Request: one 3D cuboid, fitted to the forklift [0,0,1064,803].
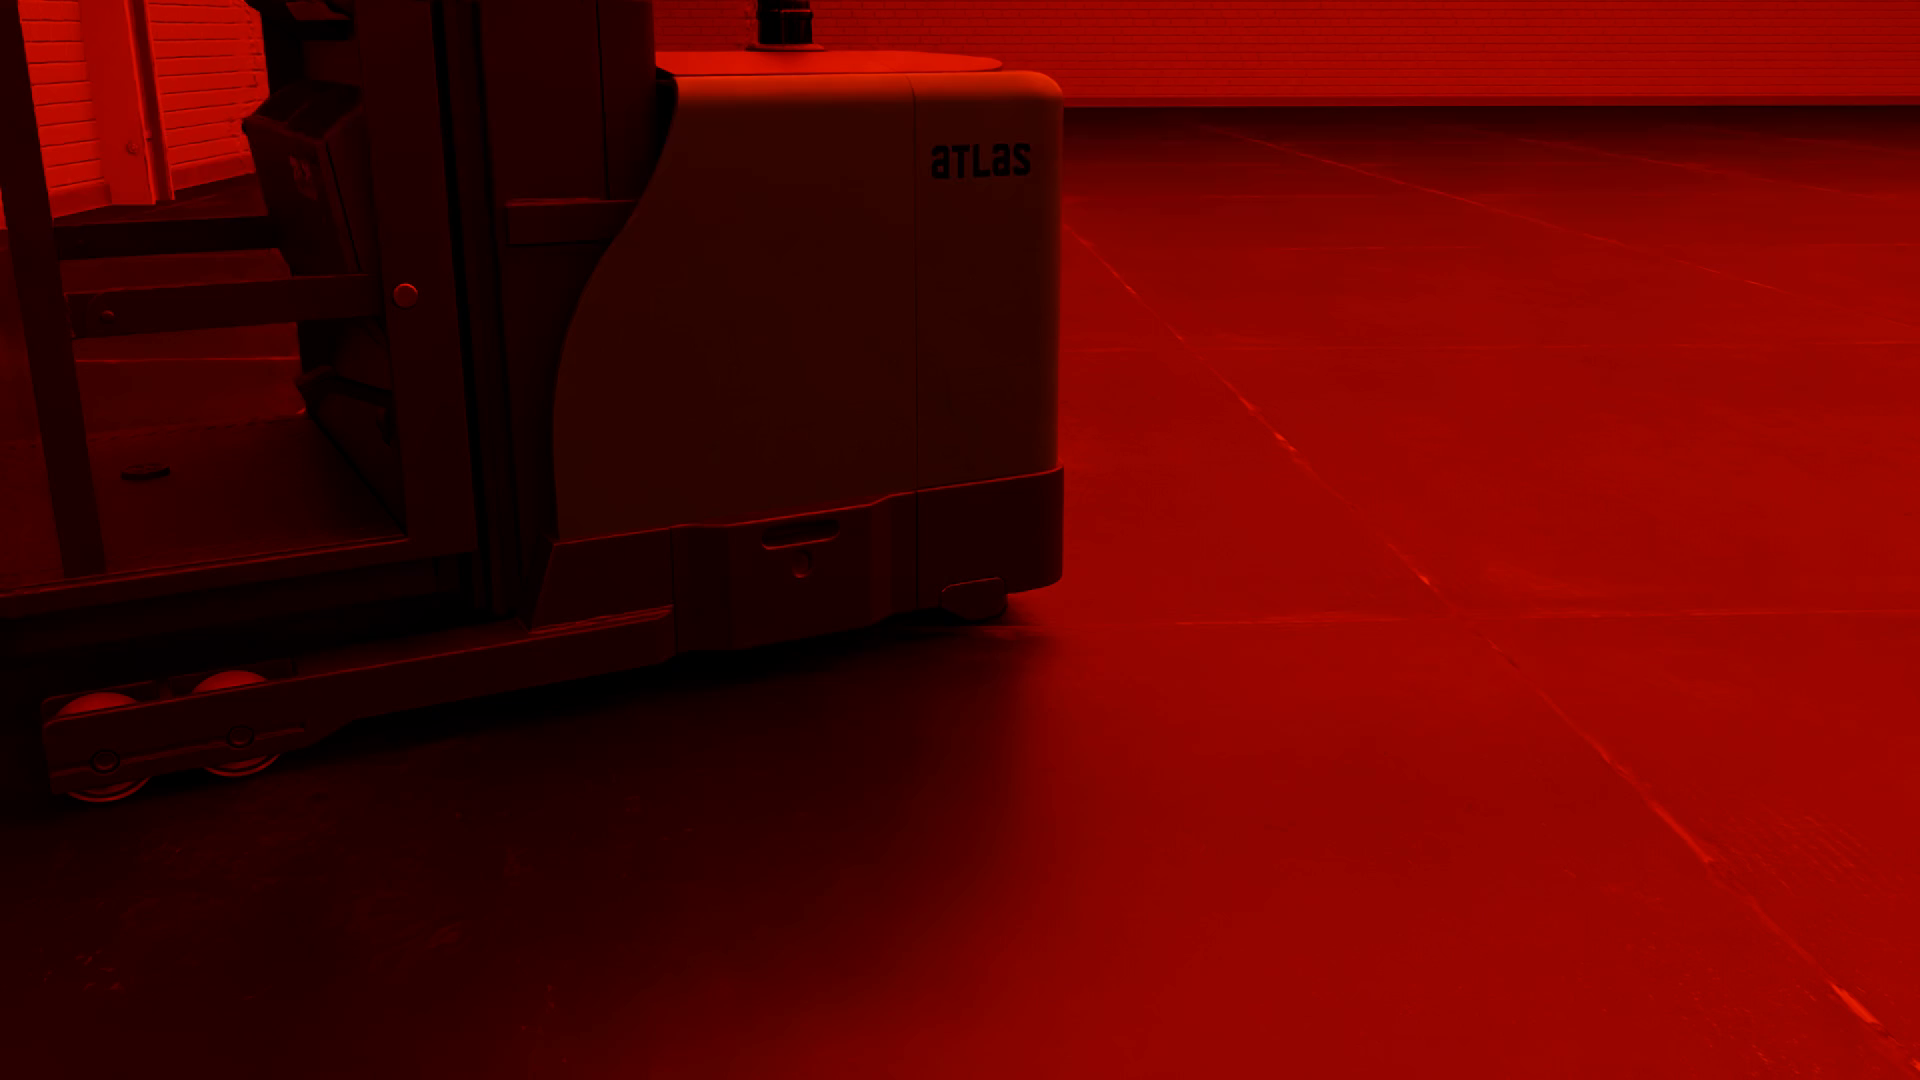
[{"bbox_3d":[-1.331,-1.170,2.733,3.031,2.935,1.130,-9,19,-27],"label":"forklift"}]
